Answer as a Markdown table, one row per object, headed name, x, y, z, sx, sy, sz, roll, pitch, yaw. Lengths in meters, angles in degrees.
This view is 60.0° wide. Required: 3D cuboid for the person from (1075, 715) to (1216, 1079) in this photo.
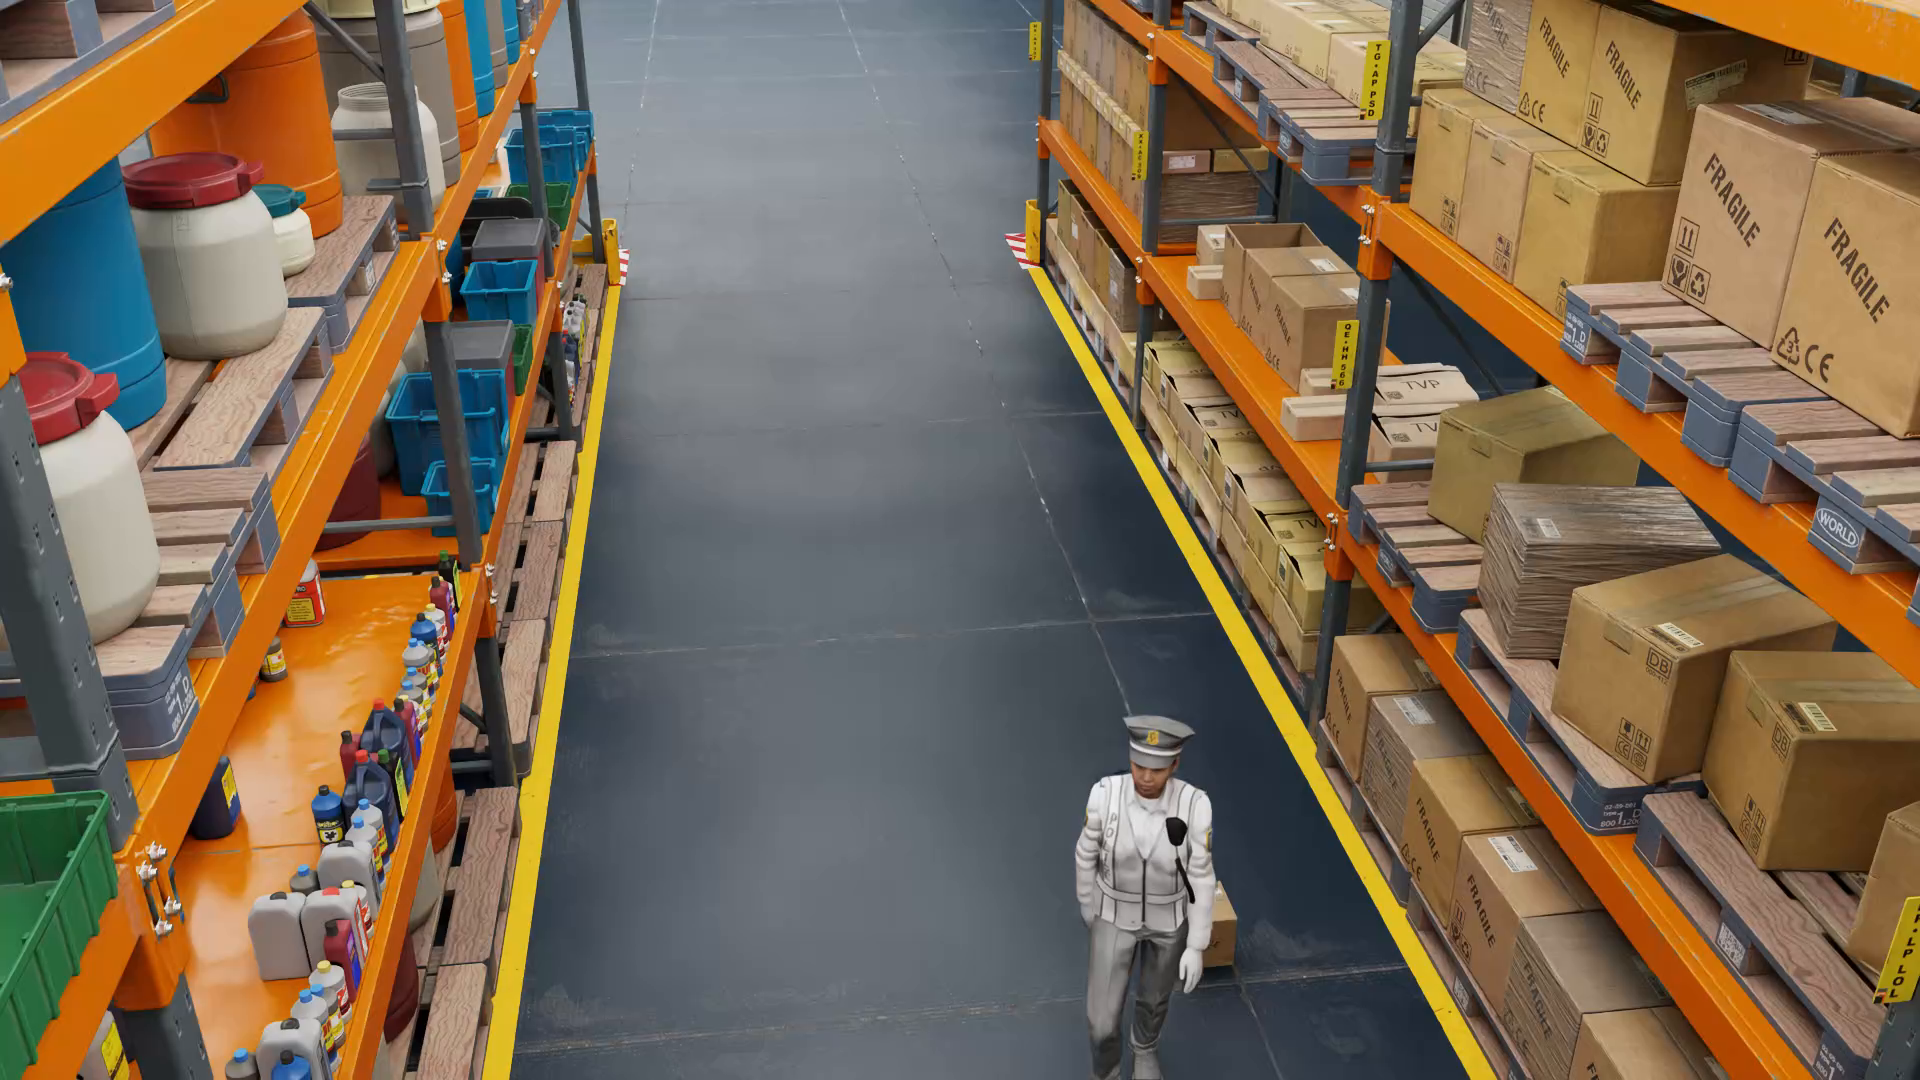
| name | x | y | z | sx | sy | sz | roll | pitch | yaw |
| --- | --- | --- | --- | --- | --- | --- | --- | --- | --- |
| person | 0.647 | 1.380 | 5.937 | 0.492 | 1.744 | 0.496 | 3 | 27 | 5 |
